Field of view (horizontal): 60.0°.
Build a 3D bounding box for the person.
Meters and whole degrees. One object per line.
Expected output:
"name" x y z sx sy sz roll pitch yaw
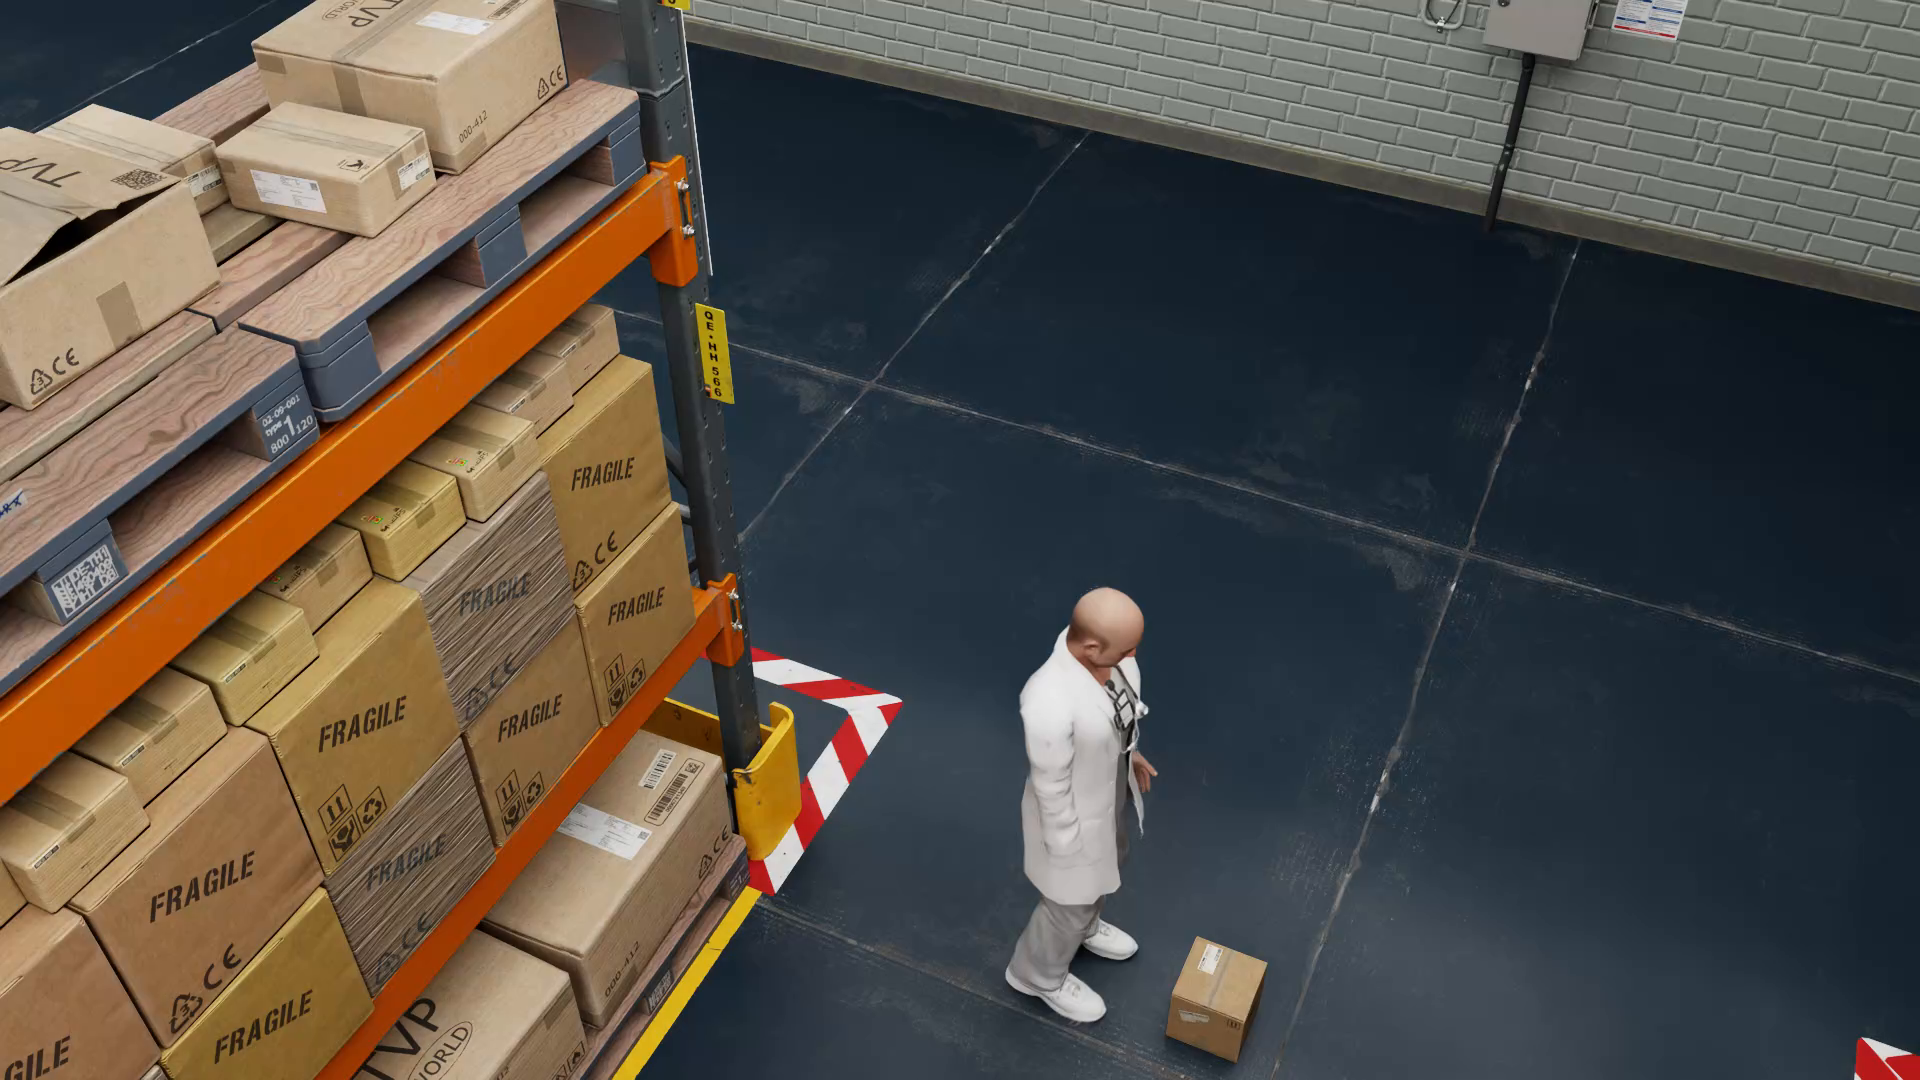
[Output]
"person" 0.402 0.815 5.262 0.381 1.769 0.567 18 45 19
